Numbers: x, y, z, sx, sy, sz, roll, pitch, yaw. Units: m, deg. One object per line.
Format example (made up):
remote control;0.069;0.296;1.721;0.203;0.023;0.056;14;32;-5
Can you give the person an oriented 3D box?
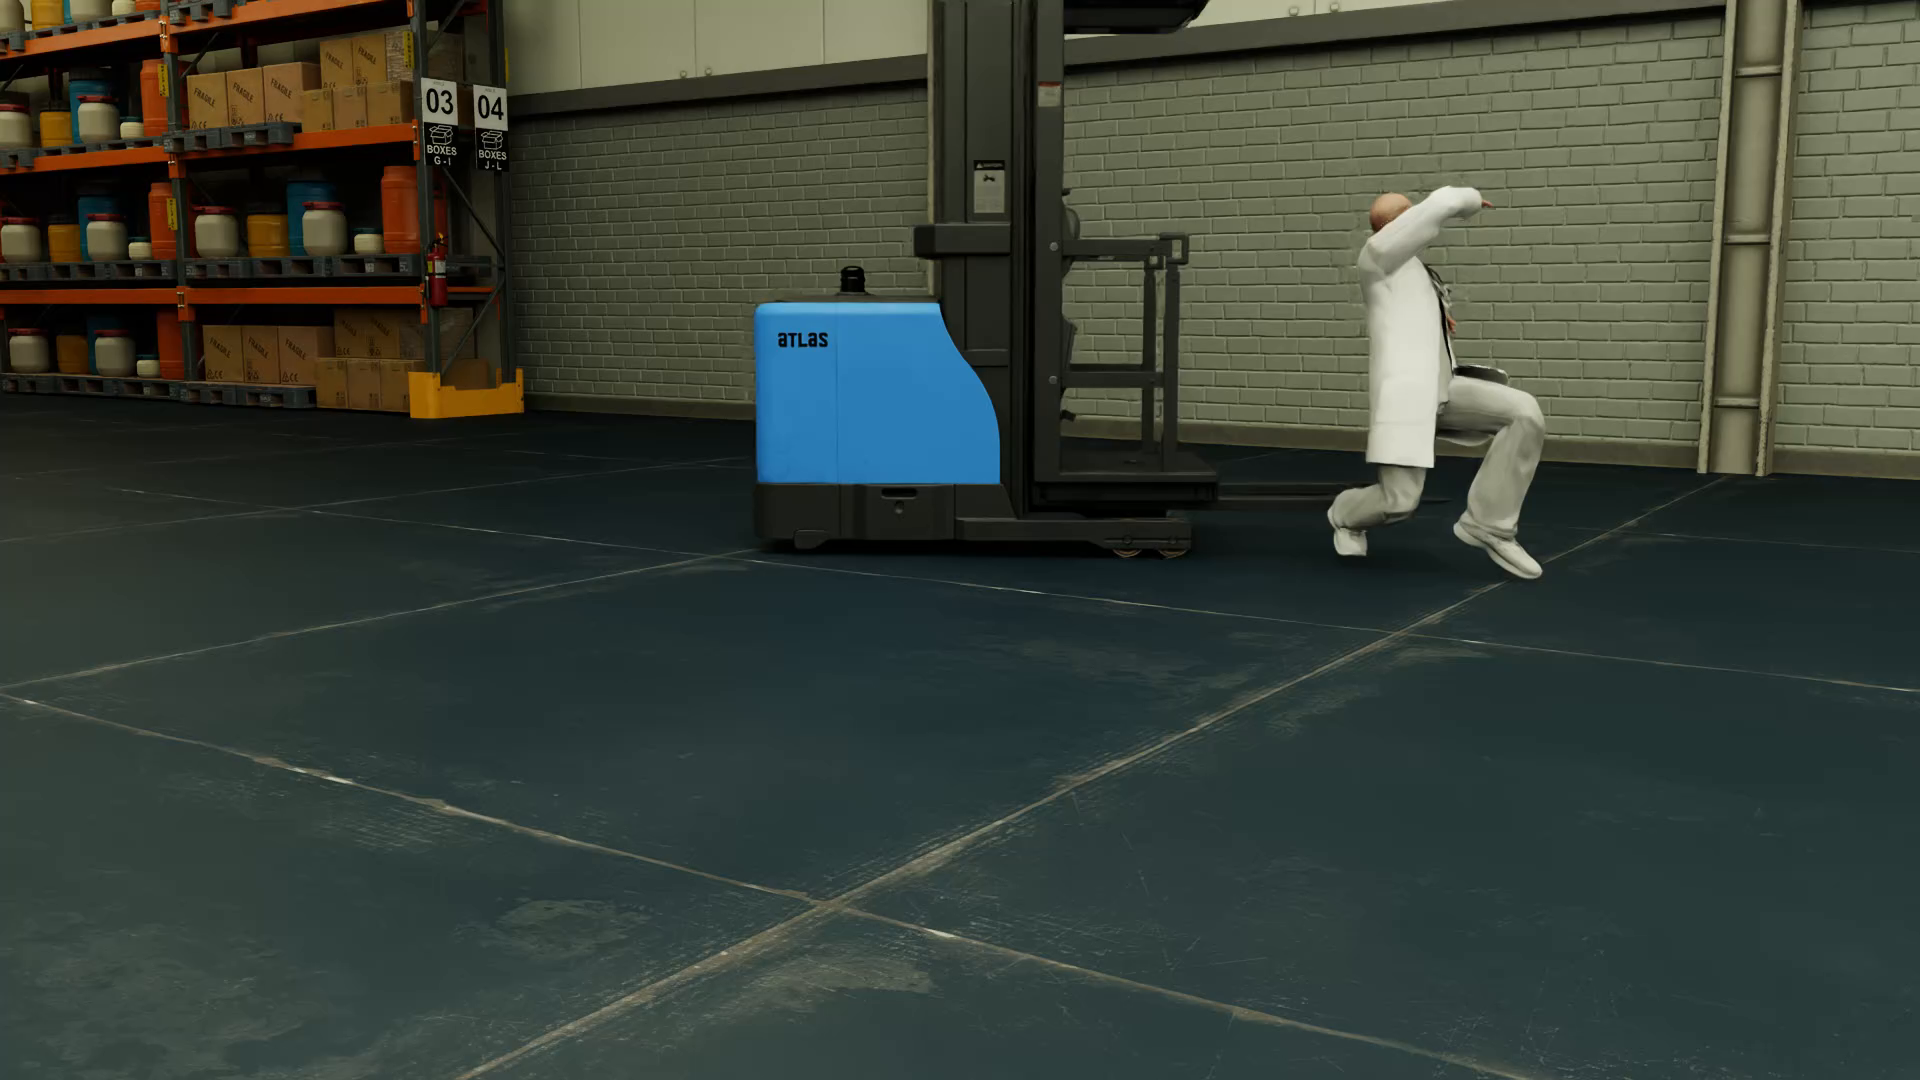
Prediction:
person;2.019;-0.657;6.730;1.104;1.492;0.982;-8;11;-43

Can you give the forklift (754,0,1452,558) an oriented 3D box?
forklift;0.633;-1.452;7.406;3.031;2.935;1.130;0;8;1
